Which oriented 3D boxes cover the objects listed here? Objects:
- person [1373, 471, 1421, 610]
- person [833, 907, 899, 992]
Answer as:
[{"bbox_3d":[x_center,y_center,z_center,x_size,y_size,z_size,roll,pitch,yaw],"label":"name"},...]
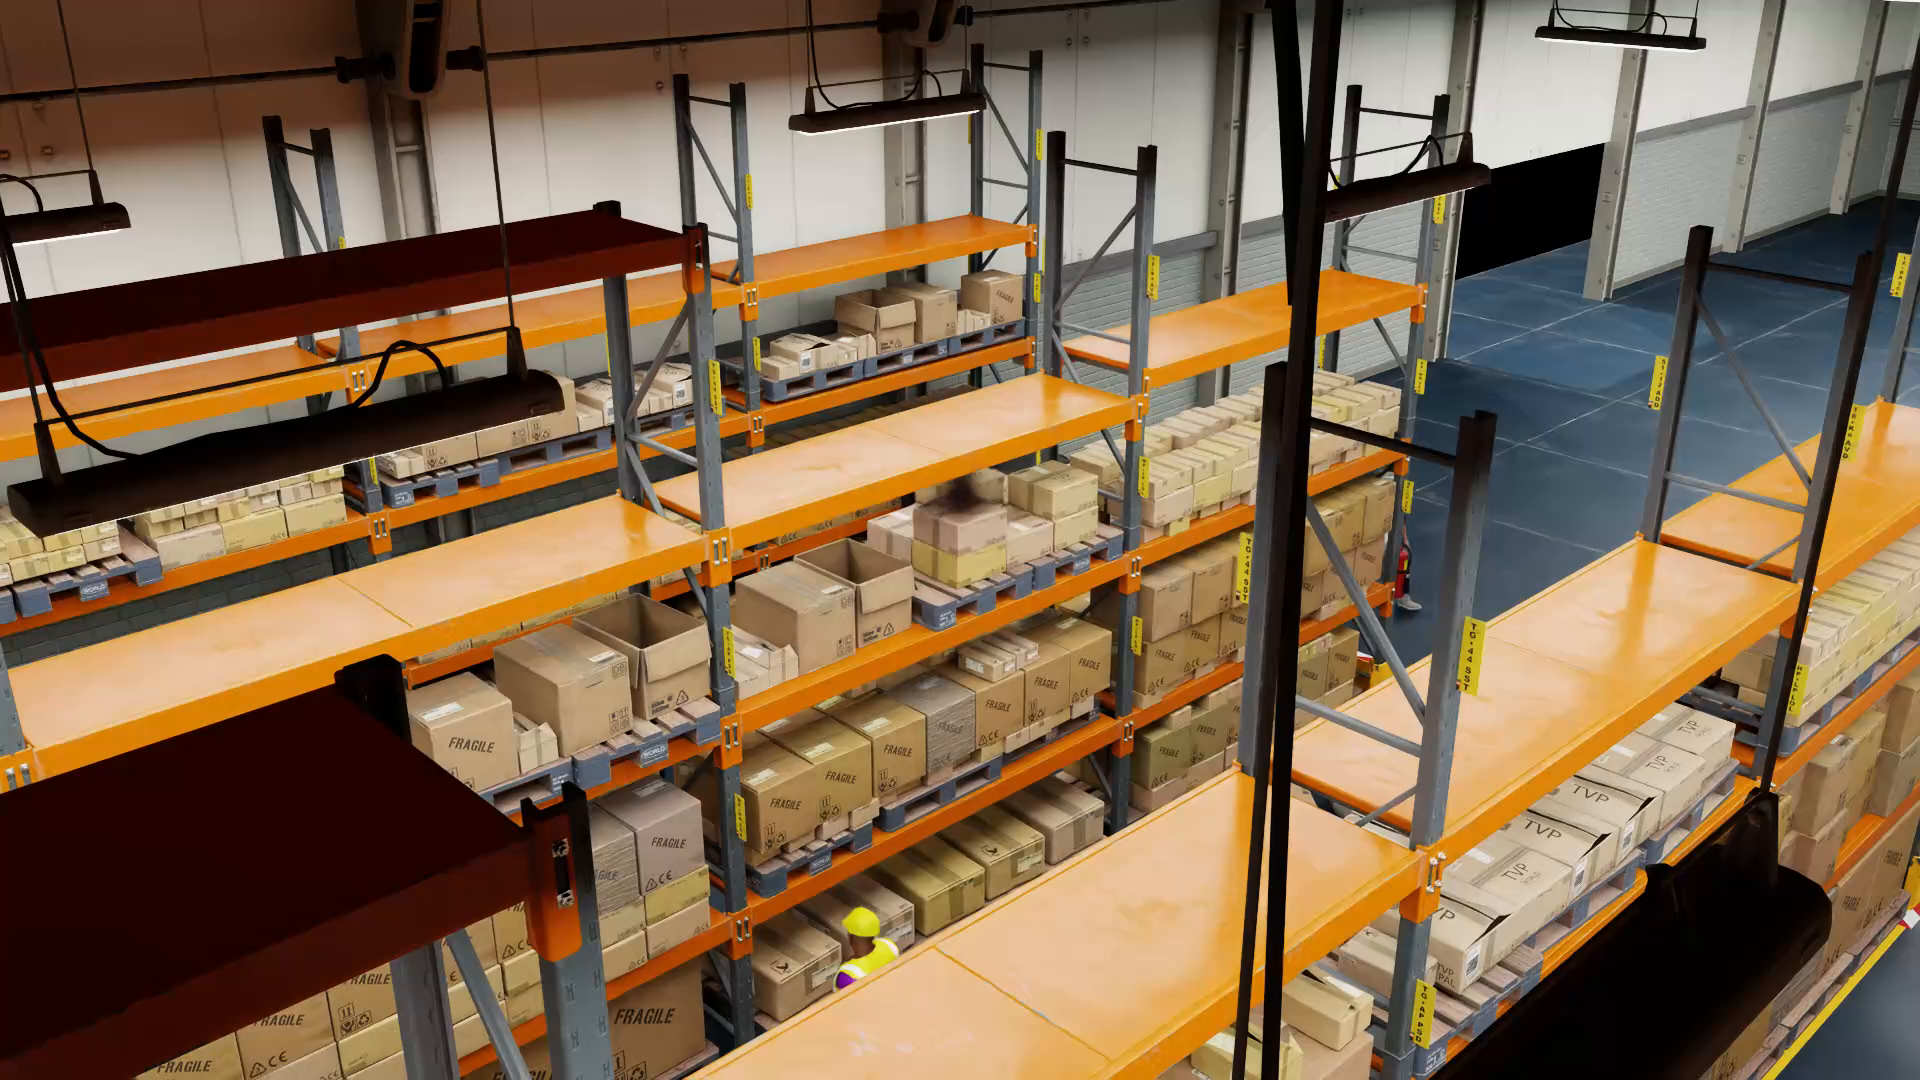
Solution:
[{"bbox_3d":[4.889,-0.043,18.876,0.927,1.578,0.420,15,27,31],"label":"person"},{"bbox_3d":[-0.595,3.167,10.844,0.380,1.776,0.579,13,26,29],"label":"person"}]
